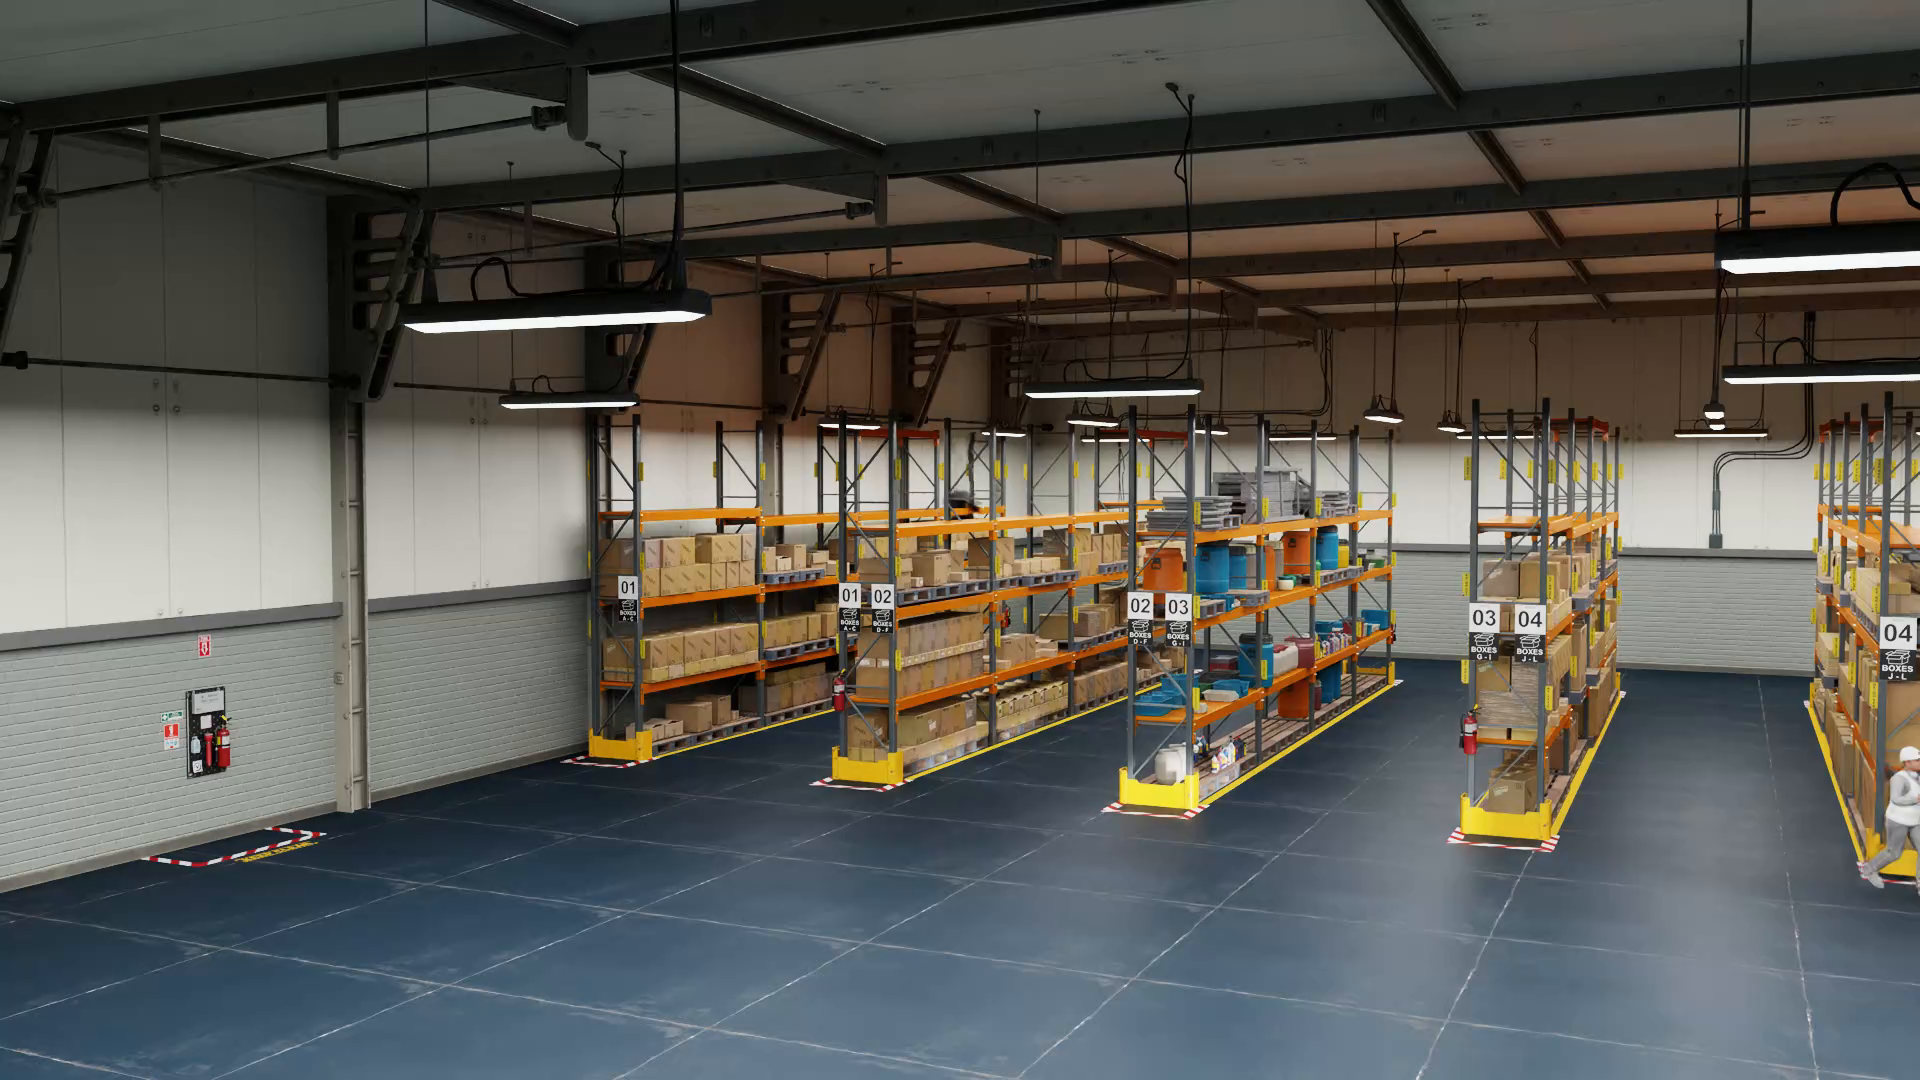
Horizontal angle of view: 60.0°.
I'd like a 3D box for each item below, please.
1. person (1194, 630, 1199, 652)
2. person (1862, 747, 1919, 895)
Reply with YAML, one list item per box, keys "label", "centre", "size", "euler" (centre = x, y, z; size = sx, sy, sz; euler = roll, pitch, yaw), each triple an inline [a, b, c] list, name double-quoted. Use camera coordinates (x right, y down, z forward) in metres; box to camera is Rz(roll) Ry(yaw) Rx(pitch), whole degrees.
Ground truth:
- label: "person"
  centre: [5.723, 2.428, 42.257]
  size: [0.624, 1.676, 0.685]
  euler: [2, 3, 40]
- label: "person"
  centre: [11.042, 3.323, 19.502]
  size: [0.657, 1.835, 0.915]
  euler: [-1, 3, -26]
